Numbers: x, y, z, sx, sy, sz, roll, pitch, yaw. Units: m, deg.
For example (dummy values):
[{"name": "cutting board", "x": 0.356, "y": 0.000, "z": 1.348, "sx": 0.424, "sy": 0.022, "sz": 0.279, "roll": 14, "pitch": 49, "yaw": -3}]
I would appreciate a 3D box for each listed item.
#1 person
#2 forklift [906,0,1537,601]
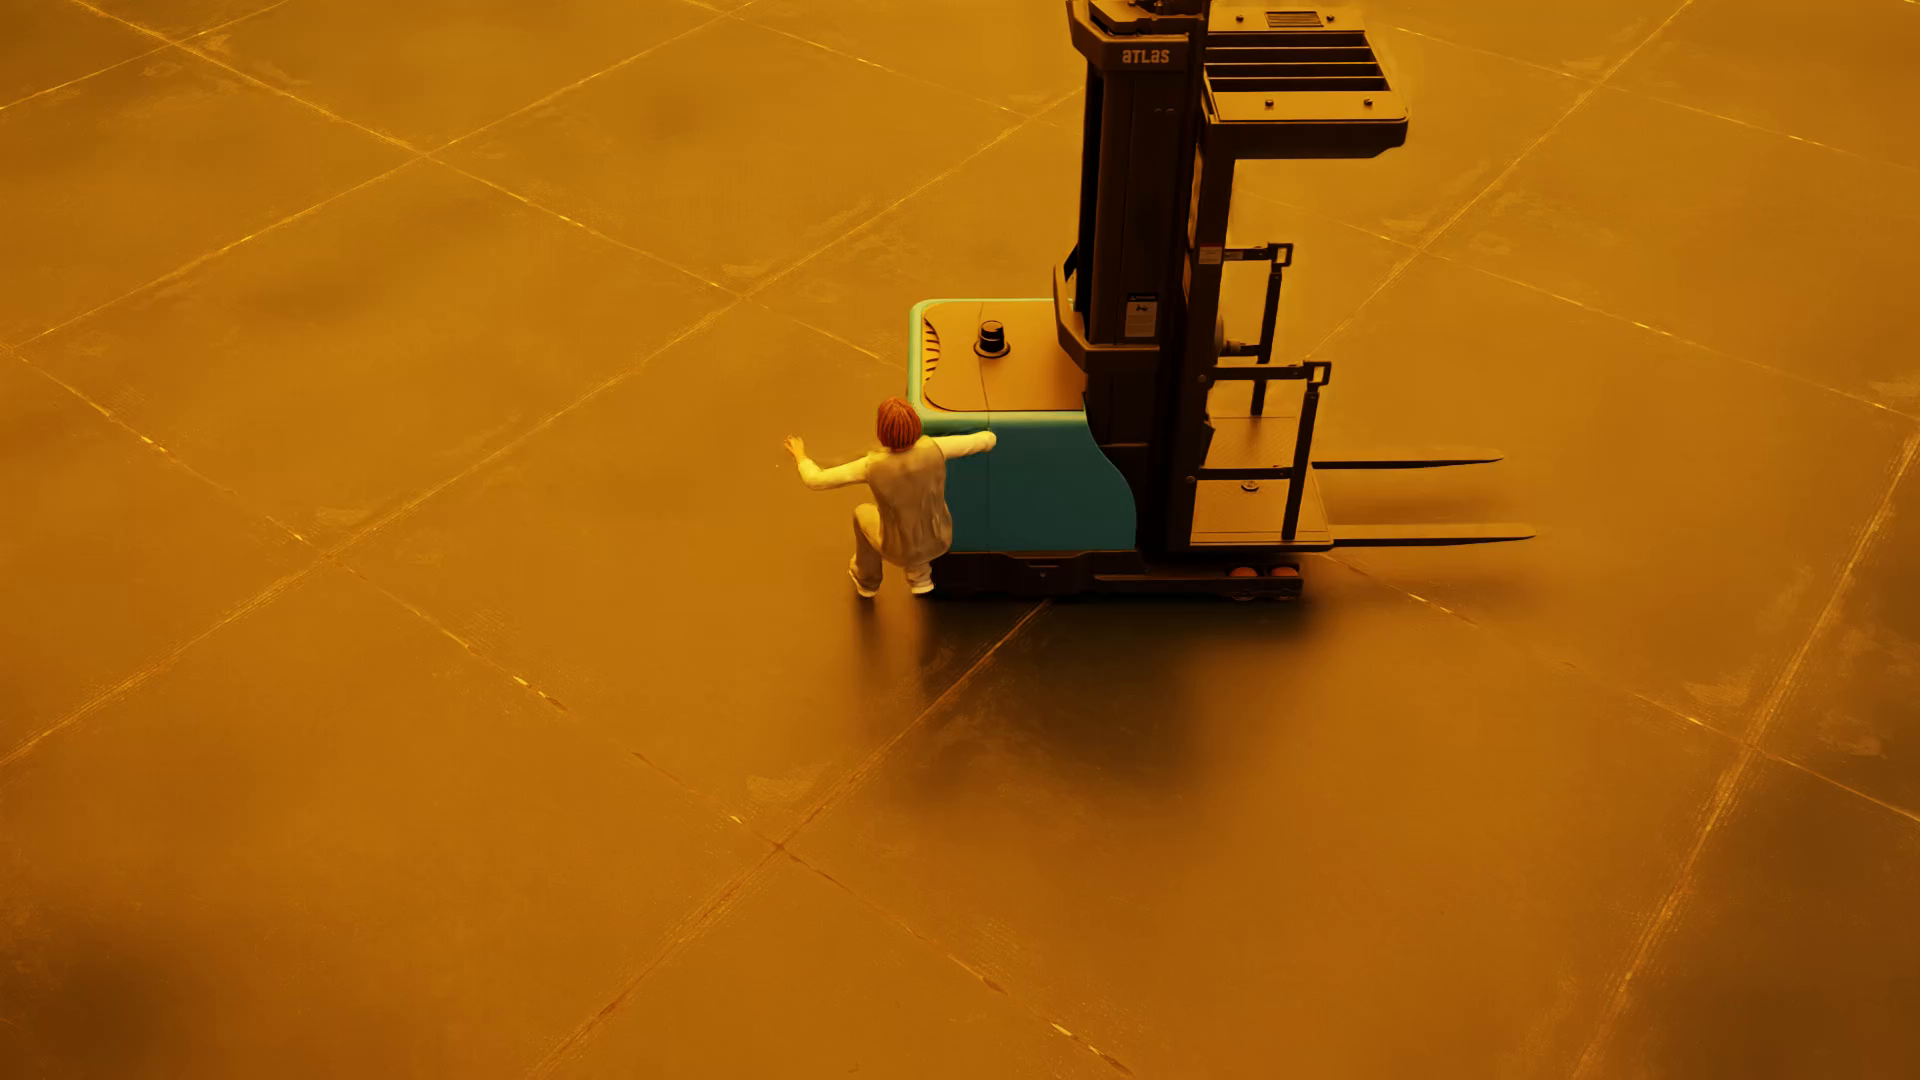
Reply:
[{"name": "person", "x": -0.289, "y": -0.207, "z": 7.456, "sx": 0.906, "sy": 1.354, "sz": 0.752, "roll": -18, "pitch": 44, "yaw": -20}, {"name": "forklift", "x": 1.263, "y": -1.169, "z": 7.445, "sx": 3.031, "sy": 2.935, "sz": 1.130, "roll": -1, "pitch": 40, "yaw": -1}]
